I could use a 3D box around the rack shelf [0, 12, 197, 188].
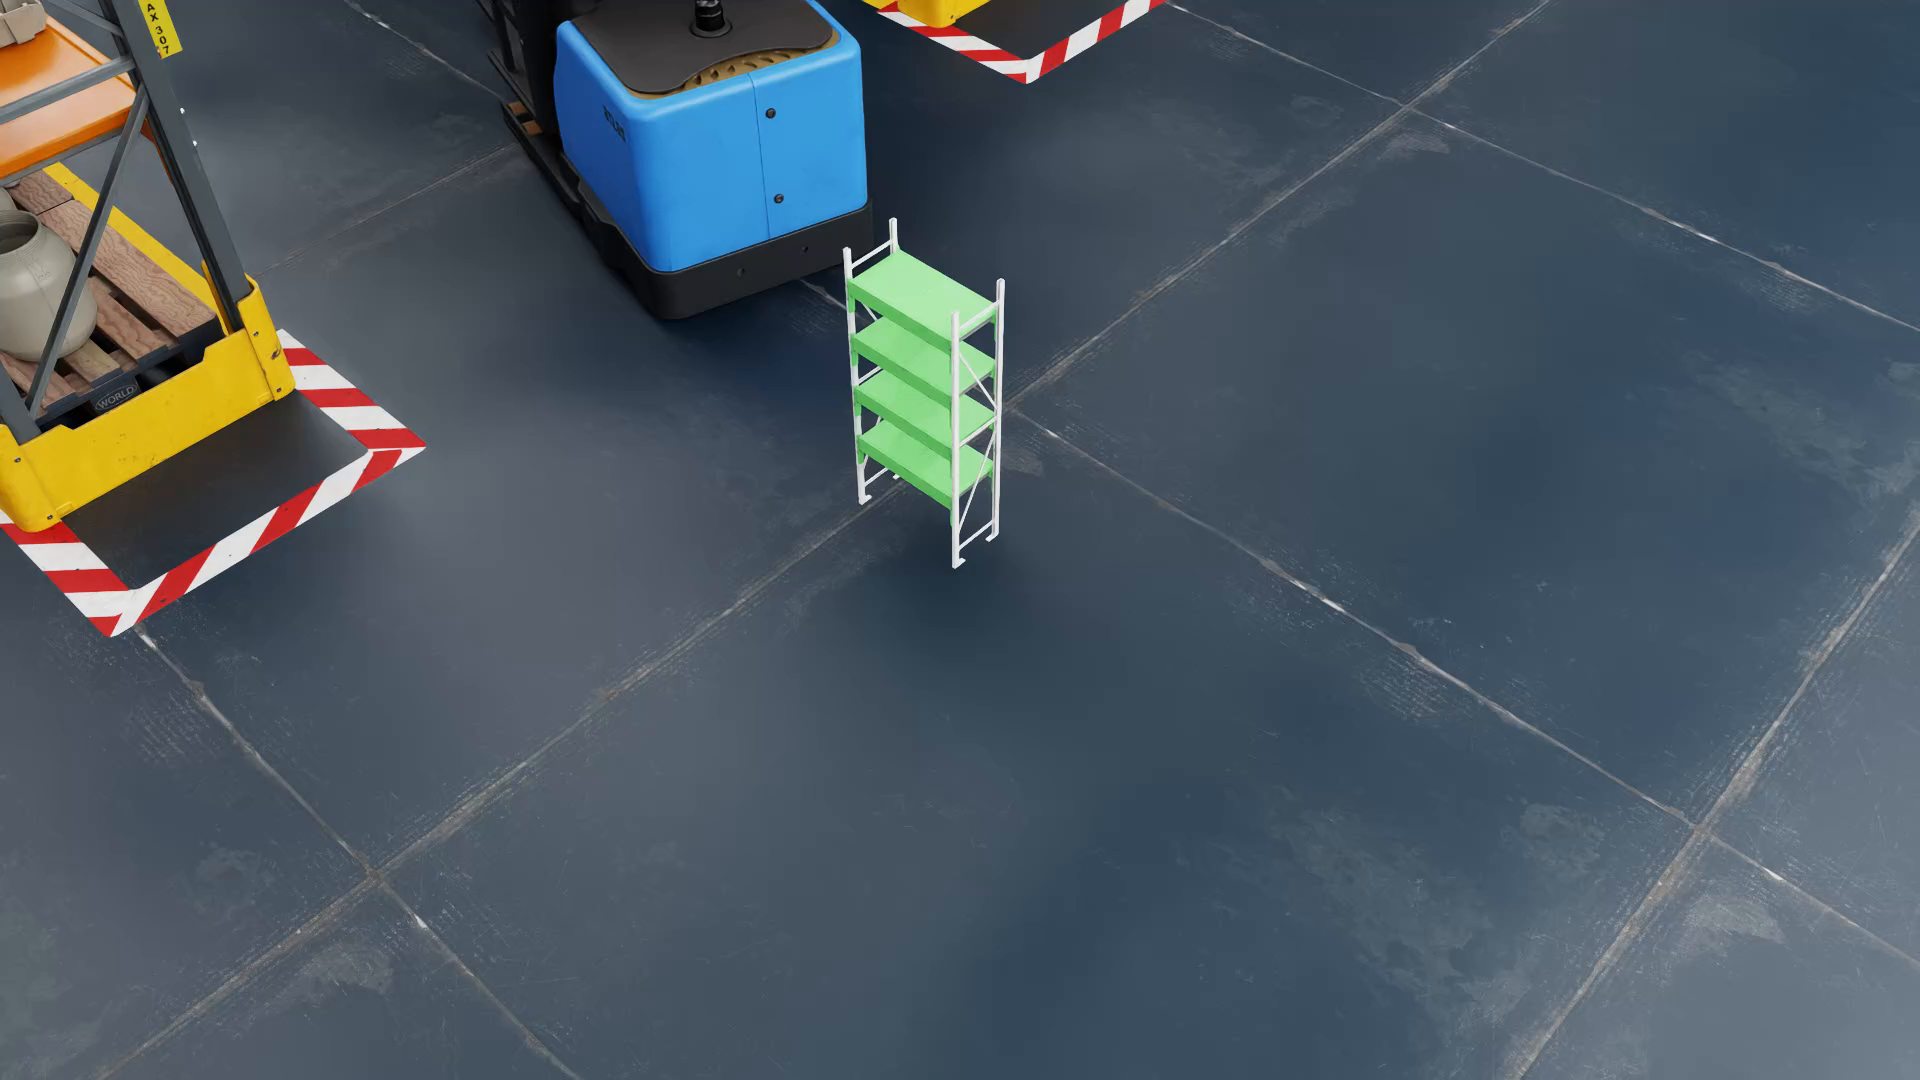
[{"bbox_3d":[-4.613,-2.163,6.716,4.000,0.370,1.077,34,55,28],"label":"rack shelf"}]

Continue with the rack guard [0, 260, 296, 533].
[{"bbox_3d":[-3.231,-0.577,6.449,0.348,0.500,1.175,34,55,28],"label":"rack guard"}]

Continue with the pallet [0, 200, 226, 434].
[{"bbox_3d":[-3.824,-0.882,6.934,1.213,0.211,1.003,34,55,28],"label":"pallet"}]

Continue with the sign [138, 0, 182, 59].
[{"bbox_3d":[-2.767,-1.807,5.699,0.005,0.325,0.100,34,55,28],"label":"sign"}]

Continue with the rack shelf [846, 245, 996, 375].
[{"bbox_3d":[-0.122,-0.777,5.586,0.480,0.148,0.258,34,55,28],"label":"rack shelf"}]

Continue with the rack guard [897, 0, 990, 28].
[{"bbox_3d":[0.160,-3.255,8.964,0.348,0.500,1.175,34,55,28],"label":"rack guard"}]

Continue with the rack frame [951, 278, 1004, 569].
[{"bbox_3d":[0.058,-0.372,5.776,0.015,1.200,0.240,34,55,28],"label":"rack frame"}]

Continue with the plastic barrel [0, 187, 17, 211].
[{"bbox_3d":[-4.047,-1.244,6.779,0.421,0.512,0.421,0,47,0],"label":"plastic barrel"}]

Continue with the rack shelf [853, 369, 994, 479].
[{"bbox_3d":[-0.122,-0.449,5.936,0.480,0.148,0.258,34,55,28],"label":"rack shelf"}]

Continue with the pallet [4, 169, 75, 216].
[{"bbox_3d":[-4.717,-1.486,7.500,1.213,0.211,1.003,34,55,28],"label":"pallet"}]

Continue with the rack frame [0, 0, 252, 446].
[{"bbox_3d":[-3.143,-1.420,5.526,0.127,3.000,1.000,34,55,28],"label":"rack frame"}]

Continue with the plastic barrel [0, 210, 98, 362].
[{"bbox_3d":[-3.679,-0.997,6.547,0.421,0.512,0.421,0,47,0],"label":"plastic barrel"}]

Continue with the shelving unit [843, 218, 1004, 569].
[{"bbox_3d":[-0.122,-0.493,5.889,0.503,1.200,0.258,34,55,28],"label":"shelving unit"}]

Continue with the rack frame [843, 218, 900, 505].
[{"bbox_3d":[-0.301,-0.613,6.003,0.015,1.200,0.240,34,55,28],"label":"rack frame"}]

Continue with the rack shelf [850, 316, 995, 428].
[{"bbox_3d":[-0.122,-0.613,5.761,0.480,0.148,0.258,34,55,28],"label":"rack shelf"}]

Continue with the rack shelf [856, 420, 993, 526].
[{"bbox_3d":[-0.122,-0.285,6.111,0.480,0.148,0.258,34,55,28],"label":"rack shelf"}]

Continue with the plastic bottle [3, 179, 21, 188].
[{"bbox_3d":[-4.264,-1.700,7.358,0.097,0.271,0.097,0,47,0],"label":"plastic bottle"}]

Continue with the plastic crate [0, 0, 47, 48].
[{"bbox_3d":[-3.583,-1.945,6.199,0.250,0.136,0.298,34,55,28],"label":"plastic crate"}]

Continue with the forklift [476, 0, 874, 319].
[{"bbox_3d":[-1.563,-3.002,7.058,1.130,2.935,3.031,-23,51,-20],"label":"forklift"}]
